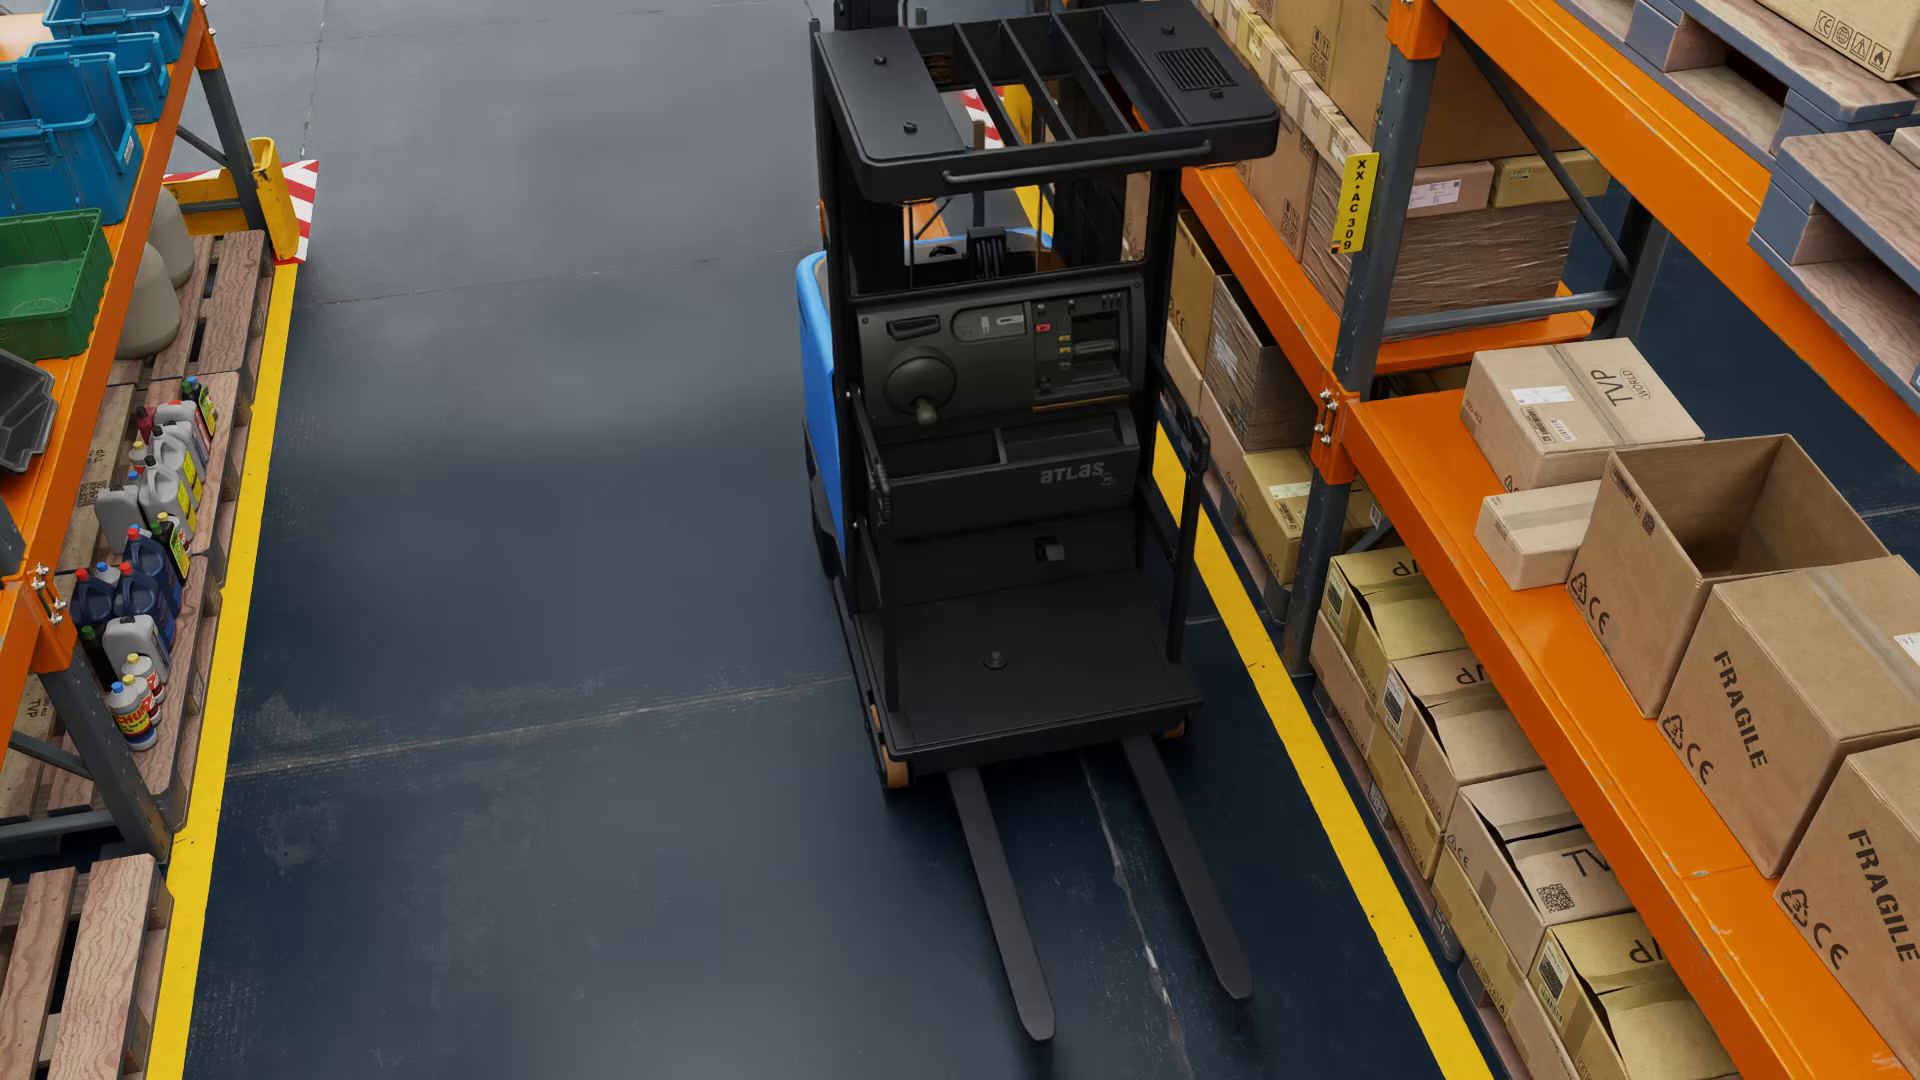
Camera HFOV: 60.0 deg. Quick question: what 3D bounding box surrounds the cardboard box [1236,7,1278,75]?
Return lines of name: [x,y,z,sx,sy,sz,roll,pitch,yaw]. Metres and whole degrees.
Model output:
cardboard box: [1.216,-1.800,5.954,0.380,0.149,0.250,-9,42,-9]

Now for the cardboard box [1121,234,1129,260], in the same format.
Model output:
cardboard box: [0.956,-1.409,7.833,0.500,0.250,0.500,-8,42,-9]

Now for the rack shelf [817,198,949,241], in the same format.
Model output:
rack shelf: [-0.269,-1.182,7.222,0.538,0.185,1.000,-9,42,-10]

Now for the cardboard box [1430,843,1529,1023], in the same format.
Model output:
cardboard box: [1.771,1.120,4.983,0.500,0.250,0.500,-10,42,-11]

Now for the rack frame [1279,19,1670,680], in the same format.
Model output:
rack frame: [1.702,-0.715,5.296,1.000,3.000,0.127,-8,42,-9]

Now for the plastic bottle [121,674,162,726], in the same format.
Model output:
plastic bottle: [-2.798,0.539,5.659,0.097,0.201,0.097,0,42,0]

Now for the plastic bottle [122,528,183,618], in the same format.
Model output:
plastic bottle: [-2.945,0.114,6.026,0.144,0.351,0.185,-10,43,-11]

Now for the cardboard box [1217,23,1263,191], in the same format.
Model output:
cardboard box: [1.375,-1.706,6.336,0.700,0.500,0.500,-8,42,-9]

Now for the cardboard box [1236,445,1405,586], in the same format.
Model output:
cardboard box: [1.388,-0.113,6.372,0.500,0.250,0.500,-8,42,-9]

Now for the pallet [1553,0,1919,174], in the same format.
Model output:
pallet: [1.905,-1.195,3.721,0.805,0.209,1.217,-10,43,-11]

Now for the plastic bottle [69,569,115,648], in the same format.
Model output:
plastic bottle: [-3.045,0.257,5.865,0.144,0.351,0.185,-8,42,-9]

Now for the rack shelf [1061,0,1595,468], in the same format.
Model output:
rack shelf: [1.270,-1.742,6.995,1.077,0.370,4.000,-8,42,-9]

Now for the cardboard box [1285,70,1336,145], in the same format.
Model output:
cardboard box: [1.324,-1.470,5.583,0.380,0.149,0.250,-10,42,-11]

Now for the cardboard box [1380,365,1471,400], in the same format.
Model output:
cardboard box: [1.907,-0.469,6.209,0.500,0.500,0.500,-8,42,-9]

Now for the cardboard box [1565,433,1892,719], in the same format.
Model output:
cardboard box: [1.965,0.090,4.314,0.500,0.500,0.500,-6,42,-6]

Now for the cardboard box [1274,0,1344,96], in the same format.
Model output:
cardboard box: [1.490,-1.851,5.524,0.700,0.500,0.500,-8,42,-9]

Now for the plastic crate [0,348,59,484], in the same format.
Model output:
plastic crate: [-3.124,-0.342,4.922,0.767,0.338,0.504,-8,42,-9]

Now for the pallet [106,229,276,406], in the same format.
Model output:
pallet: [-3.766,-0.987,7.703,1.003,0.211,1.213,-8,42,-9]

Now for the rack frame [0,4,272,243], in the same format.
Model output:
rack frame: [-3.999,-2.600,7.420,1.000,3.000,0.127,-8,42,-9]

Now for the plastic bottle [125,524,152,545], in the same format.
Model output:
plastic bottle: [-3.014,0.053,6.154,0.097,0.271,0.097,0,42,0]

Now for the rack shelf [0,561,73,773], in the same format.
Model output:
rack shelf: [-2.704,1.558,3.277,1.077,0.370,4.000,-8,42,-9]

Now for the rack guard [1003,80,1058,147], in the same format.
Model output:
rack guard: [0.833,-2.388,9.064,1.175,0.500,0.348,-8,42,-9]

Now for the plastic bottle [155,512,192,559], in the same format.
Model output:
plastic bottle: [-2.984,-0.017,6.286,0.097,0.201,0.097,0,42,0]

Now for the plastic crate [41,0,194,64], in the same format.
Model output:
plastic crate: [-3.599,-2.263,7.152,0.499,0.251,0.616,-8,42,-9]

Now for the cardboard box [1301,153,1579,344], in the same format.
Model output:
cardboard box: [1.600,-1.039,5.585,0.700,0.500,0.500,-9,42,-10]

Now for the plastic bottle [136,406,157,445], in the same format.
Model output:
plastic bottle: [-3.251,-0.438,6.699,0.061,0.283,0.133,-8,42,-9]

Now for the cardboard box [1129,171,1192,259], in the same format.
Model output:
cardboard box: [1.058,-1.365,7.218,0.500,0.500,0.500,-8,42,-9]

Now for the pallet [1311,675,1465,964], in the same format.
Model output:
pallet: [1.899,0.800,5.690,1.003,0.211,1.213,-8,42,-9]

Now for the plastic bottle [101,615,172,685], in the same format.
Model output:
plastic bottle: [-2.873,0.372,5.792,0.152,0.276,0.135,-7,42,-8]

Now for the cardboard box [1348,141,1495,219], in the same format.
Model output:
cardboard box: [1.434,-1.140,5.211,0.380,0.149,0.250,-8,42,-9]

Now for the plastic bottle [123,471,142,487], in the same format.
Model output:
plastic bottle: [-3.186,-0.181,6.471,0.097,0.201,0.097,0,42,0]

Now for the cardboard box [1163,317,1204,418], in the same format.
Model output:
cardboard box: [1.168,-0.760,7.102,0.500,0.250,0.500,-8,42,-9]

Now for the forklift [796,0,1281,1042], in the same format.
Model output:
forklift: [0.192,-0.514,5.122,1.130,2.935,3.031,-9,42,-10]

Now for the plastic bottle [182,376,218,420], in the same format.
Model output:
plastic bottle: [-3.174,-0.591,6.932,0.097,0.201,0.097,0,42,0]

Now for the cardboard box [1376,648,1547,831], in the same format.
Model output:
cardboard box: [1.651,0.576,5.174,0.500,0.311,0.500,-9,42,-10]

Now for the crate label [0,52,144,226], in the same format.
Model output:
crate label: [-3.338,-1.459,6.108,0.502,0.435,0.616,-8,42,-9]

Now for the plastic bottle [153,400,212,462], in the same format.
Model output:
plastic bottle: [-3.147,-0.451,6.719,0.152,0.276,0.135,-8,42,-9]

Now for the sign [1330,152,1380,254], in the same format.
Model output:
sign: [1.160,-0.988,4.891,0.100,0.325,0.005,-8,42,-9]

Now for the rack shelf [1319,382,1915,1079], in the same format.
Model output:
rack shelf: [2.134,0.851,4.074,1.077,0.370,4.000,-8,42,-9]

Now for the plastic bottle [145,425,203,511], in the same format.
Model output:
plastic bottle: [-3.077,-0.282,6.473,0.144,0.351,0.185,-7,42,-8]

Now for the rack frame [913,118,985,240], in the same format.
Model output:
rack frame: [-0.153,-0.988,6.733,0.500,1.500,0.032,-9,42,-10]

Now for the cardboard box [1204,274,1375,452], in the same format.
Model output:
cardboard box: [1.292,-0.719,6.490,0.500,0.500,0.500,-8,42,-9]

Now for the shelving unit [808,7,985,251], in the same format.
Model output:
shelving unit: [-0.267,-1.310,7.096,0.587,1.500,1.083,-9,42,-10]

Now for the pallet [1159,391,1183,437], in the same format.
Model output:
pallet: [1.304,-0.986,7.701,1.003,0.211,1.213,-8,42,-9]

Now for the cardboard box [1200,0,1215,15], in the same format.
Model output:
cardboard box: [1.101,-2.135,6.332,0.380,0.149,0.250,-7,42,-8]

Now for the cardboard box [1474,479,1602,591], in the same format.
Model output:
cardboard box: [1.693,-0.017,4.699,0.380,0.149,0.250,-8,42,-9]

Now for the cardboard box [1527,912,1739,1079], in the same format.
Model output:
cardboard box: [1.881,1.247,4.418,0.500,0.311,0.500,-7,42,-8]

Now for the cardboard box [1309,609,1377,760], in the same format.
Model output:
cardboard box: [1.547,0.454,5.734,0.500,0.250,0.500,-9,42,-10]

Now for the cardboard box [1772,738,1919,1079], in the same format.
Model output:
cardboard box: [2.187,0.755,3.564,0.500,0.500,0.500,-10,43,-12]

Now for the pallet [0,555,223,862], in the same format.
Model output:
pallet: [-3.240,0.594,5.922,1.003,0.211,1.213,-8,42,-9]

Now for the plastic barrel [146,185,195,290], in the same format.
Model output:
plastic barrel: [-3.782,-1.411,7.638,0.421,0.512,0.421,0,42,0]
